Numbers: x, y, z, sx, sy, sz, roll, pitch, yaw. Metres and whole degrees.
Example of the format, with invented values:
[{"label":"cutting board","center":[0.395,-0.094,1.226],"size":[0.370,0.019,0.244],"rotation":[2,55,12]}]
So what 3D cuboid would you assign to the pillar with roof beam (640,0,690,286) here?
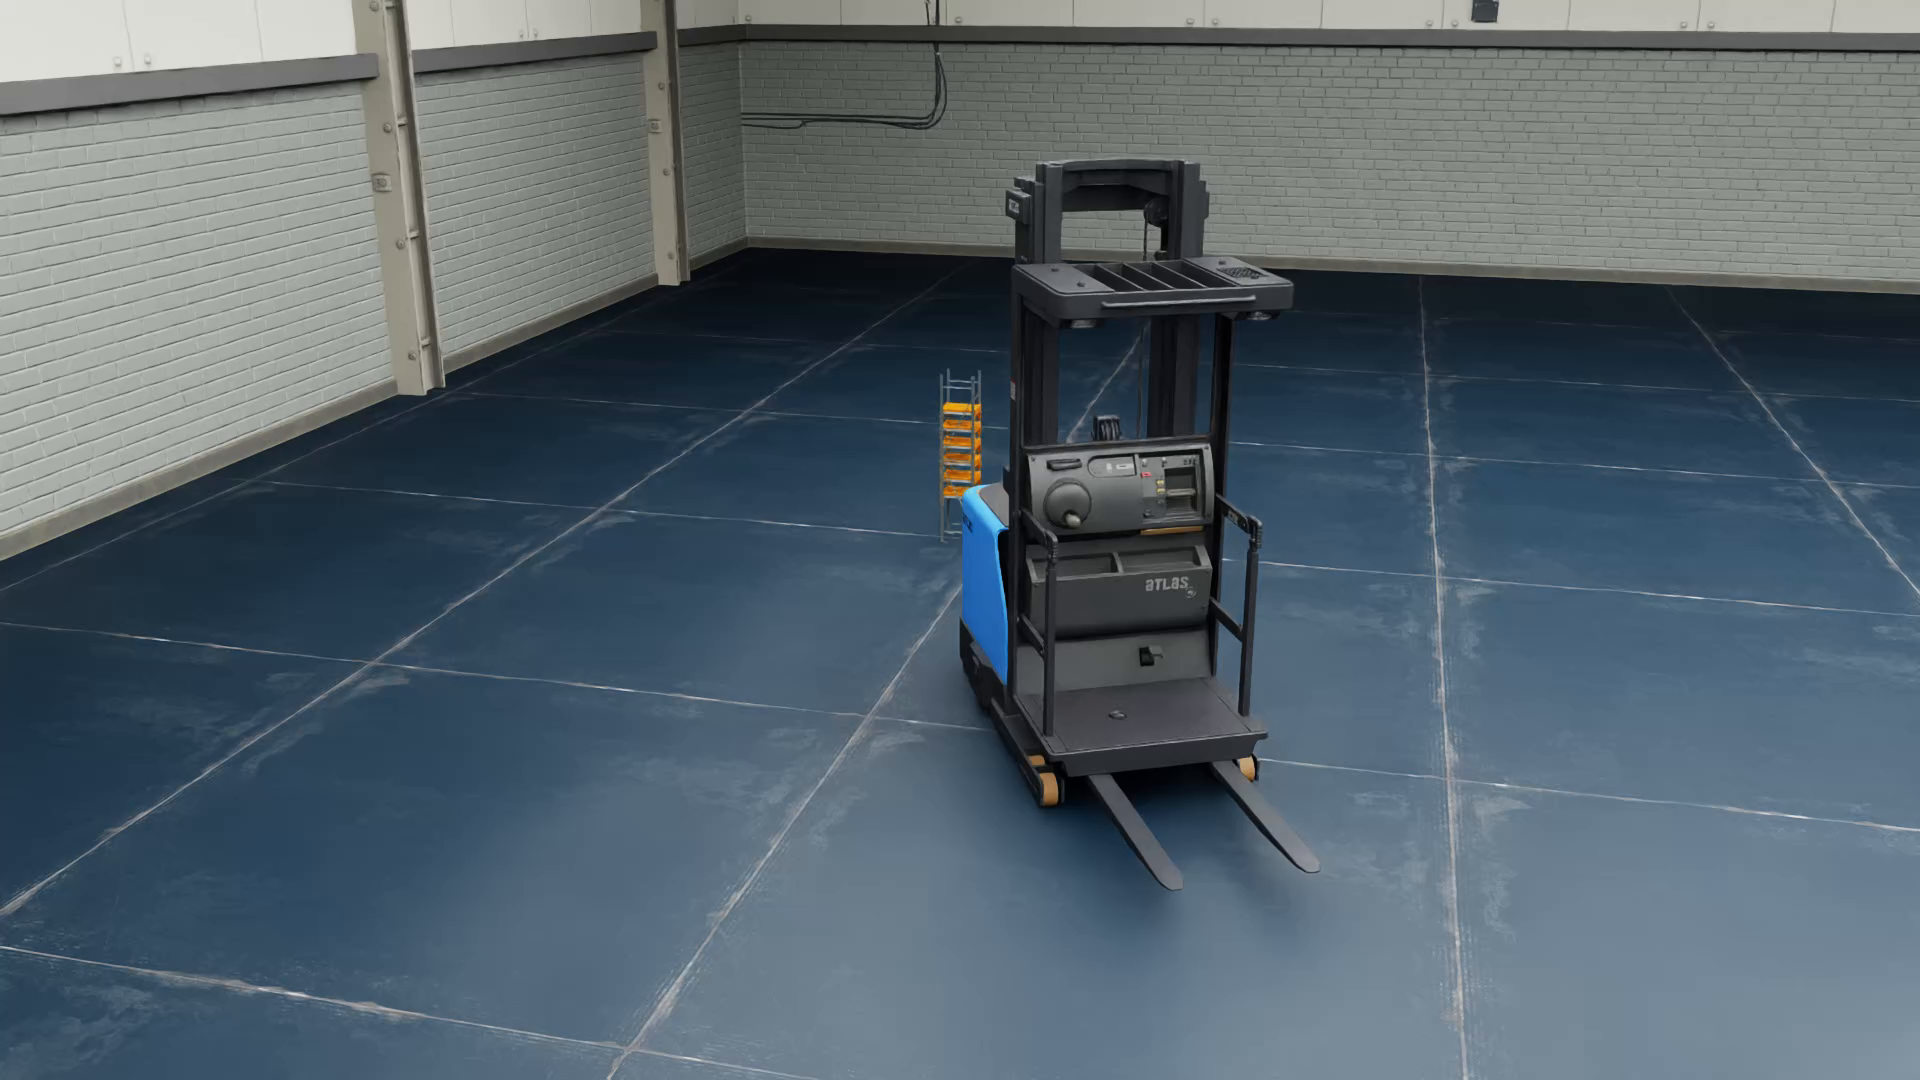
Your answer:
[{"label":"pillar with roof beam","center":[0.489,-7.232,18.938],"size":[9.100,9.000,0.400],"rotation":[5,19,13]}]

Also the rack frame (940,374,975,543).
[{"label":"rack frame","center":[-0.019,-0.544,11.423],"size":[0.240,1.200,0.006],"rotation":[5,19,13]}]

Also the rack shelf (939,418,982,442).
[{"label":"rack shelf","center":[0.004,-0.757,11.444],"size":[0.258,0.103,0.180],"rotation":[5,19,13]}]

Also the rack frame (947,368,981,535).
[{"label":"rack frame","center":[0.026,-0.601,11.591],"size":[0.240,1.200,0.006],"rotation":[5,19,13]}]

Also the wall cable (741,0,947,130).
[{"label":"wall cable","center":[-1.683,-6.921,22.833],"size":[3.097,2.526,0.112],"rotation":[5,19,13]}]

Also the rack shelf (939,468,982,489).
[{"label":"rack shelf","center":[0.004,-0.417,11.560],"size":[0.258,0.103,0.180],"rotation":[5,19,13]}]

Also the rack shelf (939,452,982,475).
[{"label":"rack shelf","center":[0.004,-0.530,11.521],"size":[0.258,0.103,0.180],"rotation":[5,19,13]}]

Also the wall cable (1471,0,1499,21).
[{"label":"wall cable","center":[7.519,-9.245,19.572],"size":[2.305,6.003,0.169],"rotation":[5,19,13]}]

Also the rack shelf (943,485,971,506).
[{"label":"rack shelf","center":[0.004,-0.303,11.599],"size":[0.258,0.103,0.180],"rotation":[5,19,13]}]

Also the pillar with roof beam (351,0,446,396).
[{"label":"pillar with roof beam","center":[-0.977,-5.351,13.433],"size":[9.100,9.000,0.400],"rotation":[5,19,13]}]

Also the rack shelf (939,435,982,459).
[{"label":"rack shelf","center":[0.004,-0.644,11.482],"size":[0.258,0.103,0.180],"rotation":[5,19,13]}]

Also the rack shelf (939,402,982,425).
[{"label":"rack shelf","center":[0.004,-0.871,11.405],"size":[0.258,0.103,0.180],"rotation":[5,19,13]}]

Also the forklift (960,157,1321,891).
[{"label":"forklift","center":[0.836,-0.245,7.870],"size":[1.130,2.935,3.031],"rotation":[-4,19,-13]}]

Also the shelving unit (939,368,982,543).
[{"label":"shelving unit","center":[0.004,-0.572,11.507],"size":[0.258,1.200,0.189],"rotation":[5,19,13]}]
